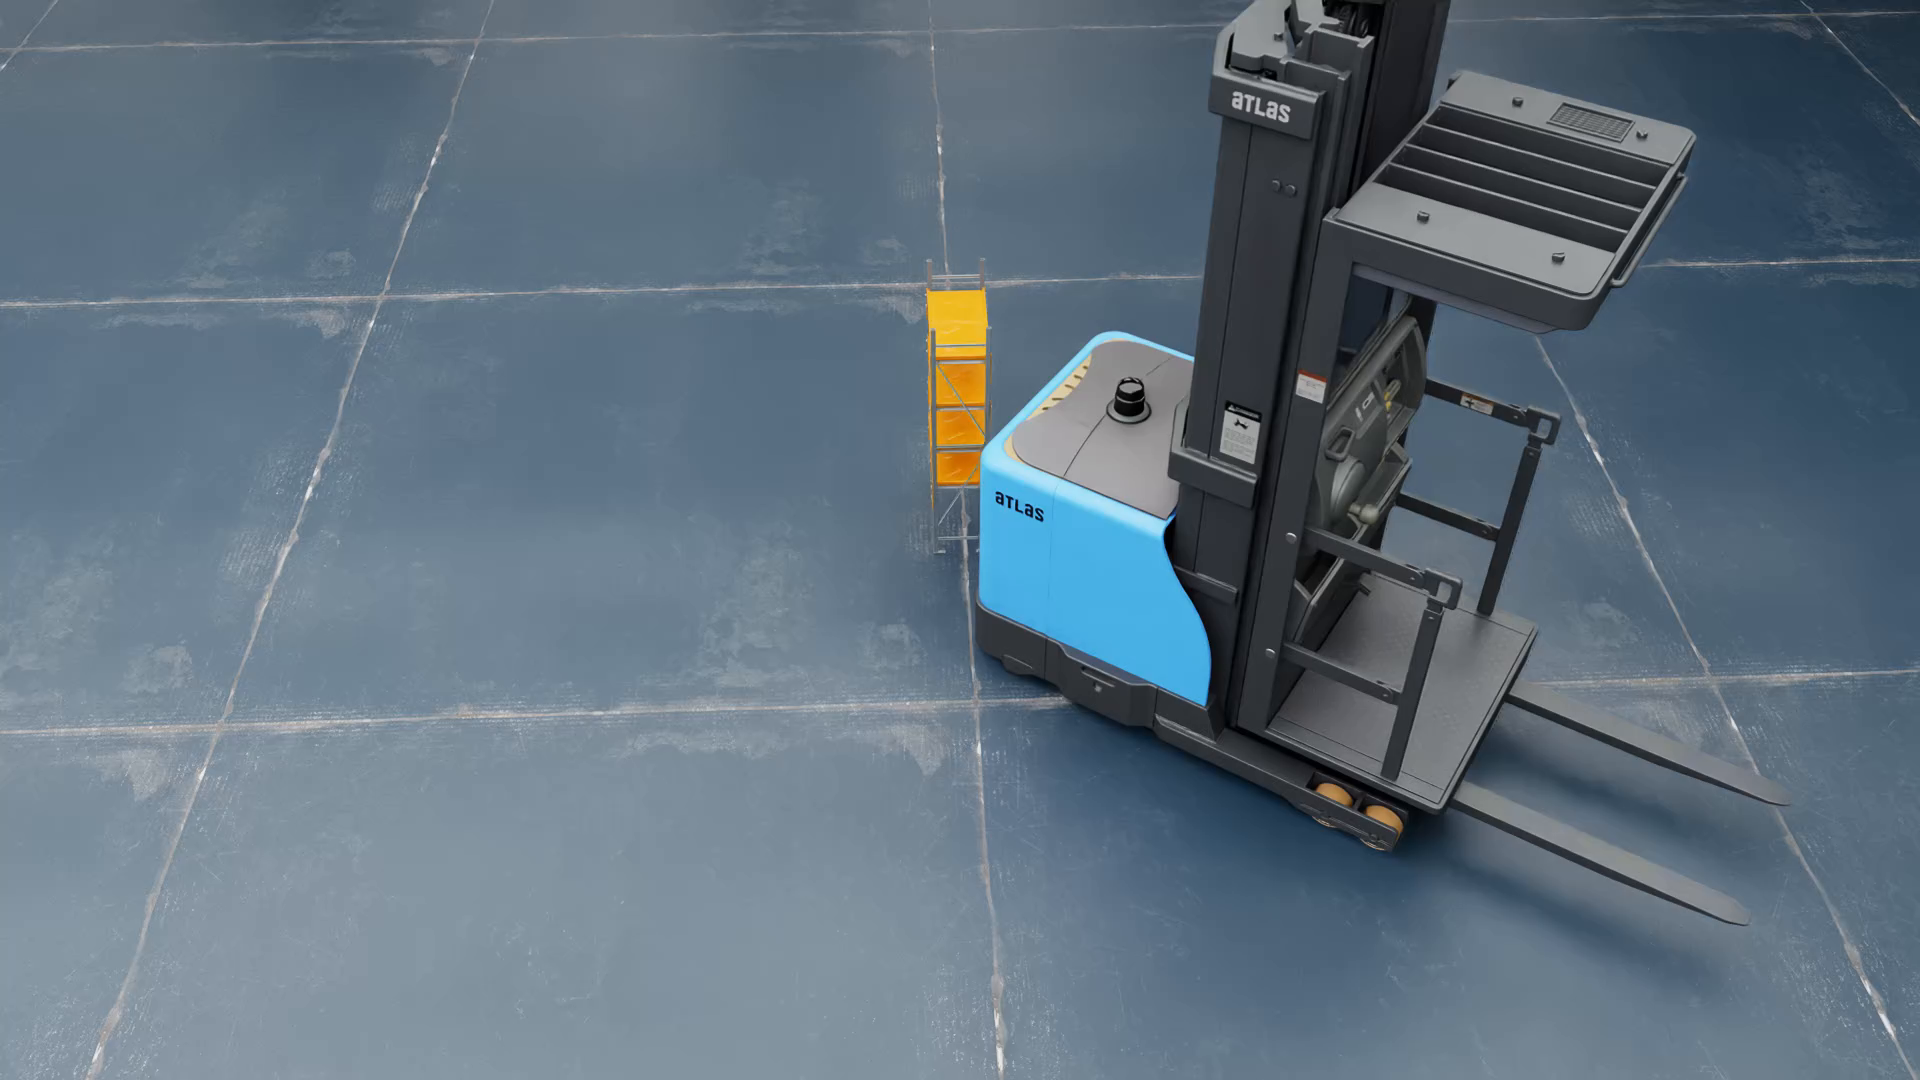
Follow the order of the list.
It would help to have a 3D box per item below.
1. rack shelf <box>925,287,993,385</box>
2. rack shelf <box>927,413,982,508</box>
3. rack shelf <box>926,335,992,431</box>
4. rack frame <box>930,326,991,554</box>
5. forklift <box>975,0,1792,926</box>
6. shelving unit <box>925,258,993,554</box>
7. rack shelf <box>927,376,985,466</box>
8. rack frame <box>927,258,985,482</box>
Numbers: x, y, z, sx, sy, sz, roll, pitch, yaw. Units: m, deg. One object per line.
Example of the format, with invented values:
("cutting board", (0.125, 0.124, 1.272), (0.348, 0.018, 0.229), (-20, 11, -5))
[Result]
("rack shelf", (-0.007, -0.844, 6.851), (0.258, 0.148, 0.480), (-2, 43, -2))
("rack shelf", (-0.007, -0.358, 7.296), (0.258, 0.148, 0.480), (-2, 43, -2))
("rack shelf", (-0.007, -0.669, 7.010), (0.258, 0.148, 0.480), (-2, 43, -2))
("rack frame", (0.003, -0.389, 6.936), (0.240, 1.200, 0.015), (-2, 43, -2))
("forklift", (1.579, -0.349, 5.612), (3.031, 2.935, 1.130), (23, 47, 23))
("shelving unit", (-0.007, -0.554, 7.116), (0.258, 1.200, 0.503), (-2, 43, -2))
("rack shelf", (-0.007, -0.504, 7.162), (0.258, 0.148, 0.480), (-2, 43, -2))
("rack frame", (-0.017, -0.719, 7.296), (0.240, 1.200, 0.015), (-2, 43, -2))
